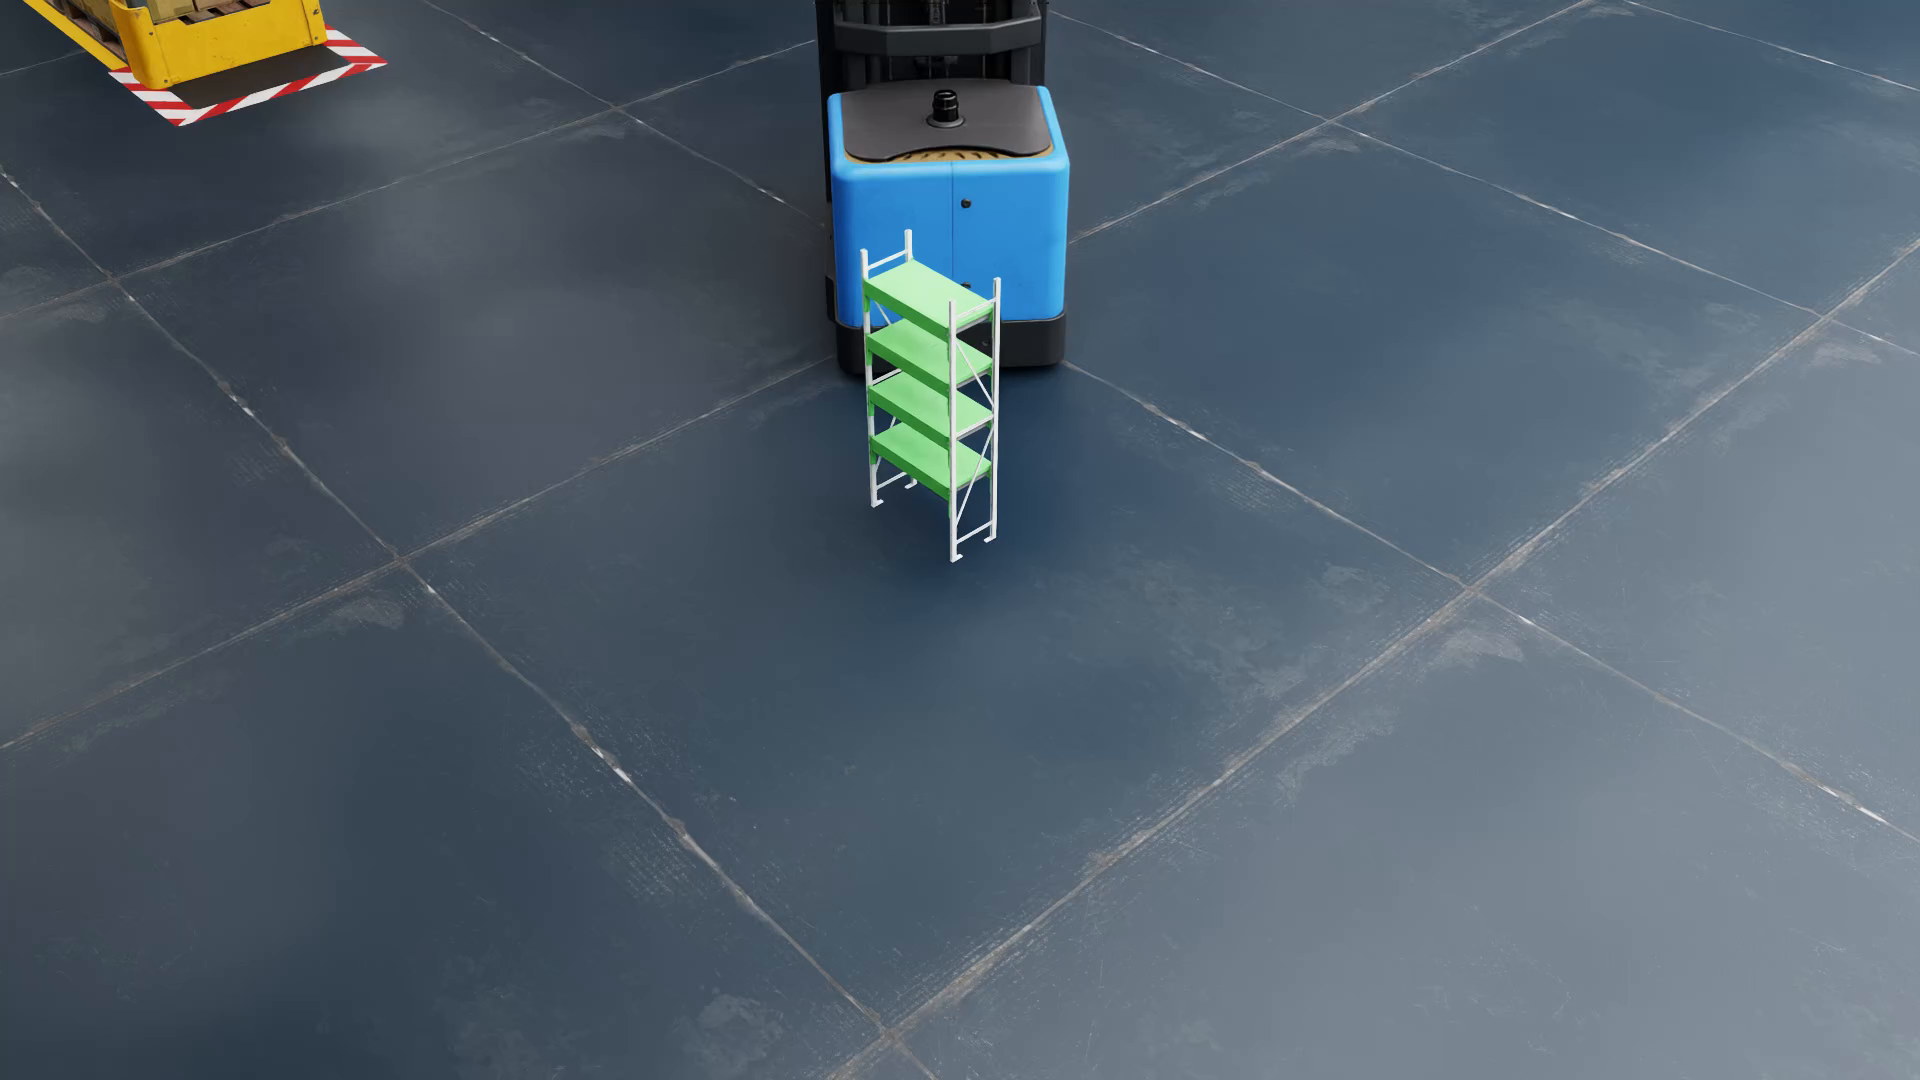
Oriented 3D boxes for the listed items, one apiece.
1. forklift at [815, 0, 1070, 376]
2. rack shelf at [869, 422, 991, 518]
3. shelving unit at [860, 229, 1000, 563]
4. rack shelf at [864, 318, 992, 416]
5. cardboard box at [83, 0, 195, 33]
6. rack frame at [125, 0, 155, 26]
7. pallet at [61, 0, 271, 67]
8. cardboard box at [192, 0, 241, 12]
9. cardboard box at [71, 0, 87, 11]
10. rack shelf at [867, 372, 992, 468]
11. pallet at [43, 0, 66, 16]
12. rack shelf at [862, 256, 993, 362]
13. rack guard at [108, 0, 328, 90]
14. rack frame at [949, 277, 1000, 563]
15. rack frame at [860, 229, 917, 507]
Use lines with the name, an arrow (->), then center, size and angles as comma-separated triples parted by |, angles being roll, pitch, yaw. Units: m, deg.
forklift -> -0.154, -2.801, 7.885 | 1.130, 2.935, 3.031 | -3, 39, -4
rack shelf -> -0.112, -0.307, 6.659 | 0.258, 0.148, 0.480 | -30, 48, -32
shelving unit -> -0.112, -0.543, 6.468 | 0.258, 1.200, 0.503 | -30, 48, -32
rack shelf -> -0.112, -0.680, 6.357 | 0.258, 0.148, 0.480 | -30, 48, -32
cardboard box -> -5.206, -3.454, 10.494 | 0.500, 0.250, 0.500 | -30, 48, -32
rack frame -> -4.625, -4.238, 9.610 | 1.000, 3.000, 0.127 | -30, 48, -32
pallet -> -5.173, -3.489, 10.902 | 1.003, 0.211, 1.213 | -30, 48, -32
cardboard box -> -4.824, -3.675, 10.767 | 0.500, 0.250, 0.500 | -30, 48, -32
cardboard box -> -5.553, -3.681, 10.774 | 0.500, 0.250, 0.500 | -30, 48, -32
rack shelf -> -0.112, -0.494, 6.508 | 0.258, 0.148, 0.480 | -30, 48, -32
pallet -> -5.994, -4.054, 11.601 | 1.003, 0.211, 1.213 | -30, 48, -32
rack shelf -> -0.112, -0.867, 6.206 | 0.258, 0.148, 0.480 | -30, 48, -32
rack guard -> -4.609, -3.255, 10.382 | 1.175, 0.500, 0.348 | -30, 48, -32
rack frame -> 0.053, -0.430, 6.328 | 0.240, 1.200, 0.015 | -30, 48, -32
rack frame -> -0.277, -0.656, 6.608 | 0.240, 1.200, 0.015 | -30, 48, -32
